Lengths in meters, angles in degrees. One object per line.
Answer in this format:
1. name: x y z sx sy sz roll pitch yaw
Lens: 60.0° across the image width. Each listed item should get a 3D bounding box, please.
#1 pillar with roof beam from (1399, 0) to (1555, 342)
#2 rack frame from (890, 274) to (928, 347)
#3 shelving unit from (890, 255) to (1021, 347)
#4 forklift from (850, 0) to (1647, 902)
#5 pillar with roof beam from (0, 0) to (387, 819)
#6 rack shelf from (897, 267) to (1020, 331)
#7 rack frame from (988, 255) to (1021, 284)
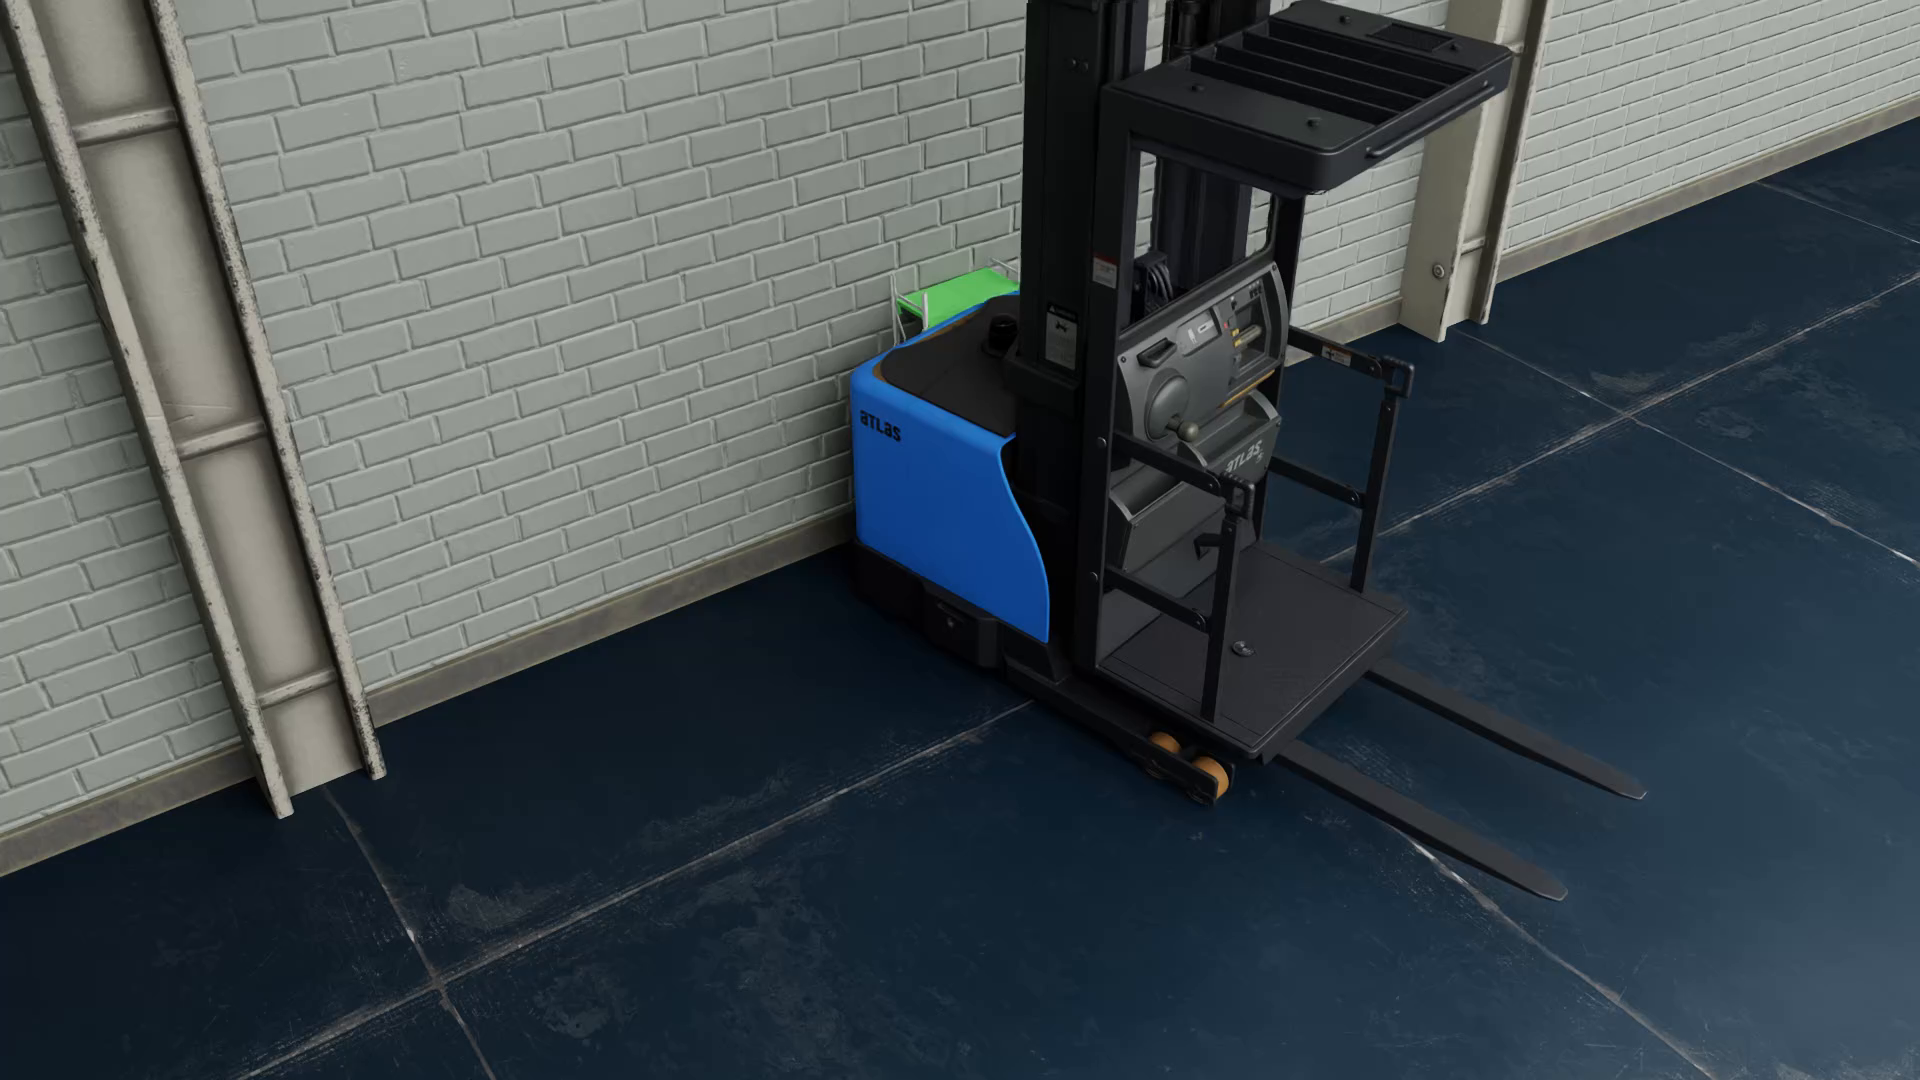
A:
1. pillar with roof beam: 5.048 -2.768 3.392 0.400 9.000 9.100 -22 41 -28
2. rack frame: -0.182 -0.532 6.968 0.015 1.200 0.240 -25 41 -28
3. shelving unit: 0.013 -0.624 7.083 0.503 1.200 0.258 -25 41 -28
4. forklift: 0.998 -0.597 5.570 3.031 2.935 1.130 28 44 33
5. pillar with roof beam: 0.143 -0.750 0.586 0.400 9.000 9.100 -22 41 -28
6. rack shelf: -0.006 -0.964 6.843 0.480 0.148 0.258 -25 41 -28
7. rack frame: 0.207 -0.716 7.198 0.015 1.200 0.240 -25 41 -28
